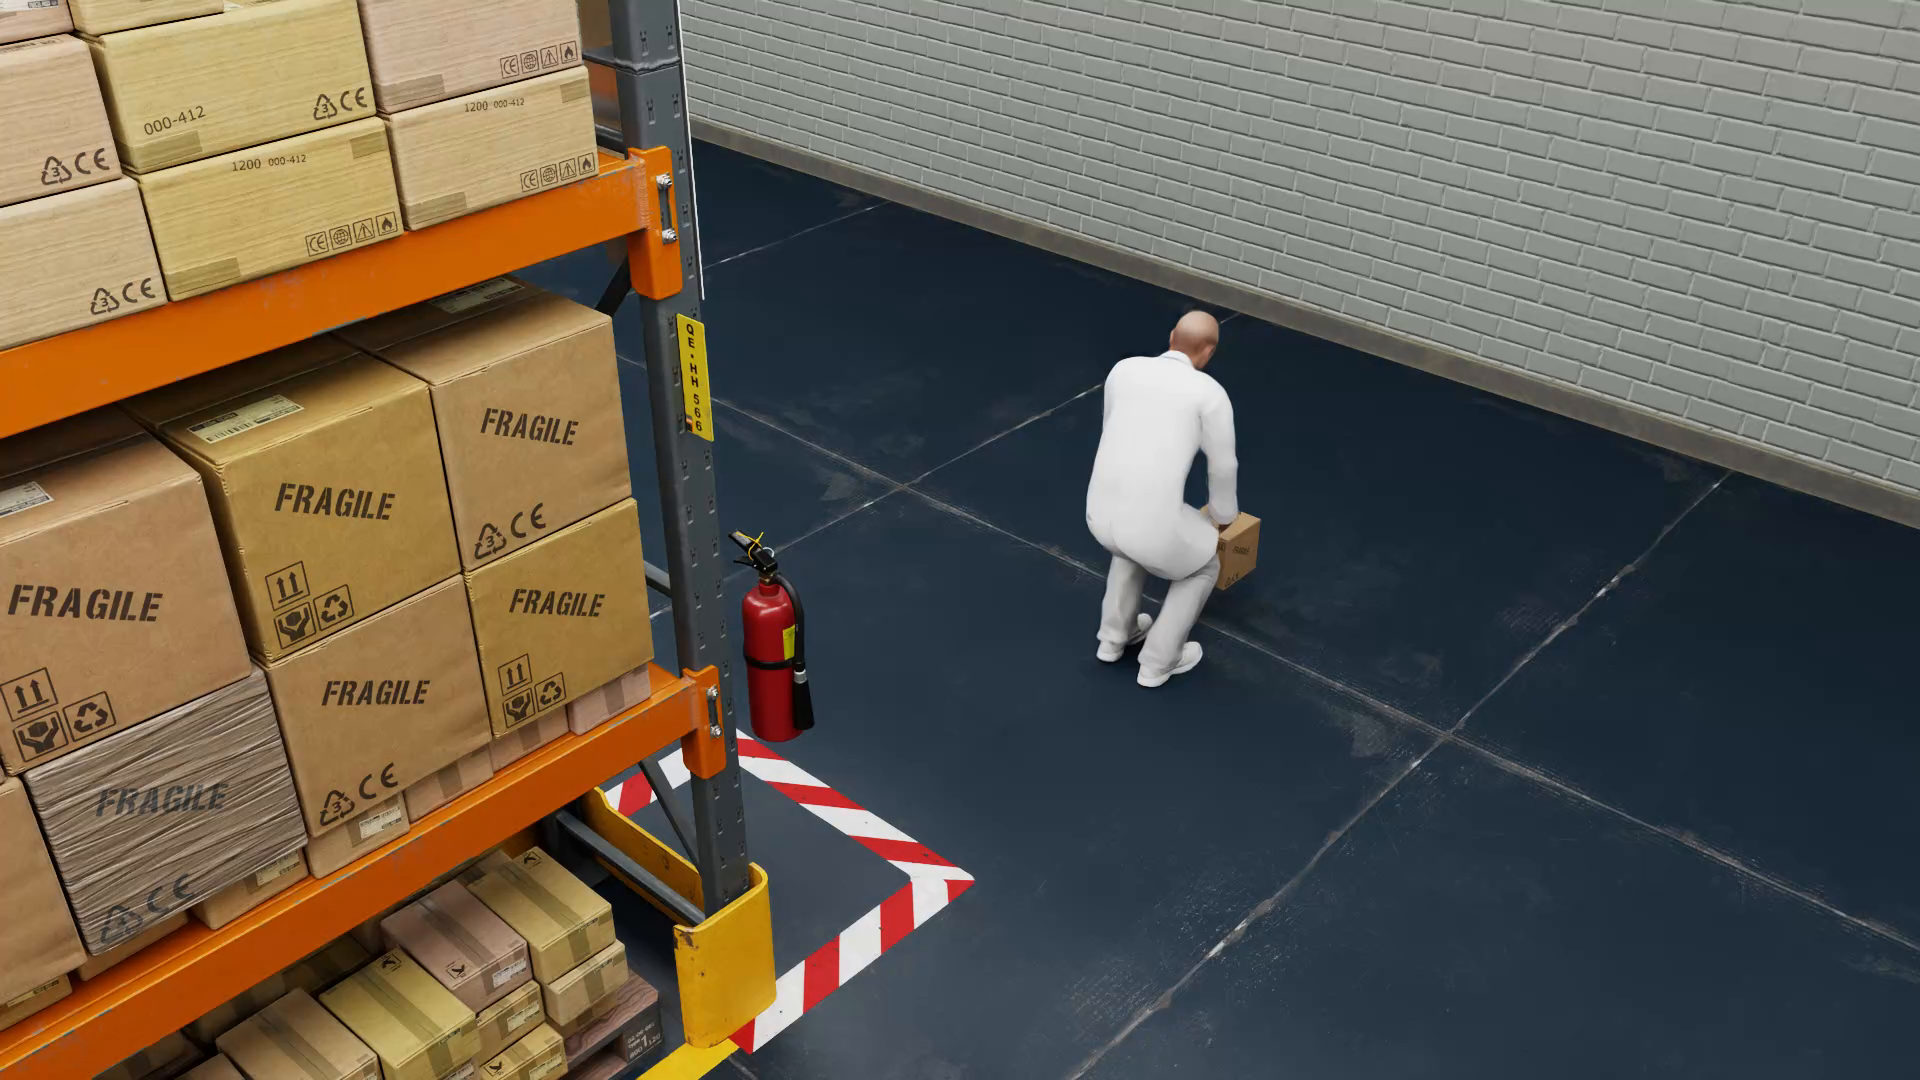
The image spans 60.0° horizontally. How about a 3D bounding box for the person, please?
[{"bbox_3d":[0.778,-0.160,6.707,0.630,1.483,0.679,25,39,35],"label":"person"}]
